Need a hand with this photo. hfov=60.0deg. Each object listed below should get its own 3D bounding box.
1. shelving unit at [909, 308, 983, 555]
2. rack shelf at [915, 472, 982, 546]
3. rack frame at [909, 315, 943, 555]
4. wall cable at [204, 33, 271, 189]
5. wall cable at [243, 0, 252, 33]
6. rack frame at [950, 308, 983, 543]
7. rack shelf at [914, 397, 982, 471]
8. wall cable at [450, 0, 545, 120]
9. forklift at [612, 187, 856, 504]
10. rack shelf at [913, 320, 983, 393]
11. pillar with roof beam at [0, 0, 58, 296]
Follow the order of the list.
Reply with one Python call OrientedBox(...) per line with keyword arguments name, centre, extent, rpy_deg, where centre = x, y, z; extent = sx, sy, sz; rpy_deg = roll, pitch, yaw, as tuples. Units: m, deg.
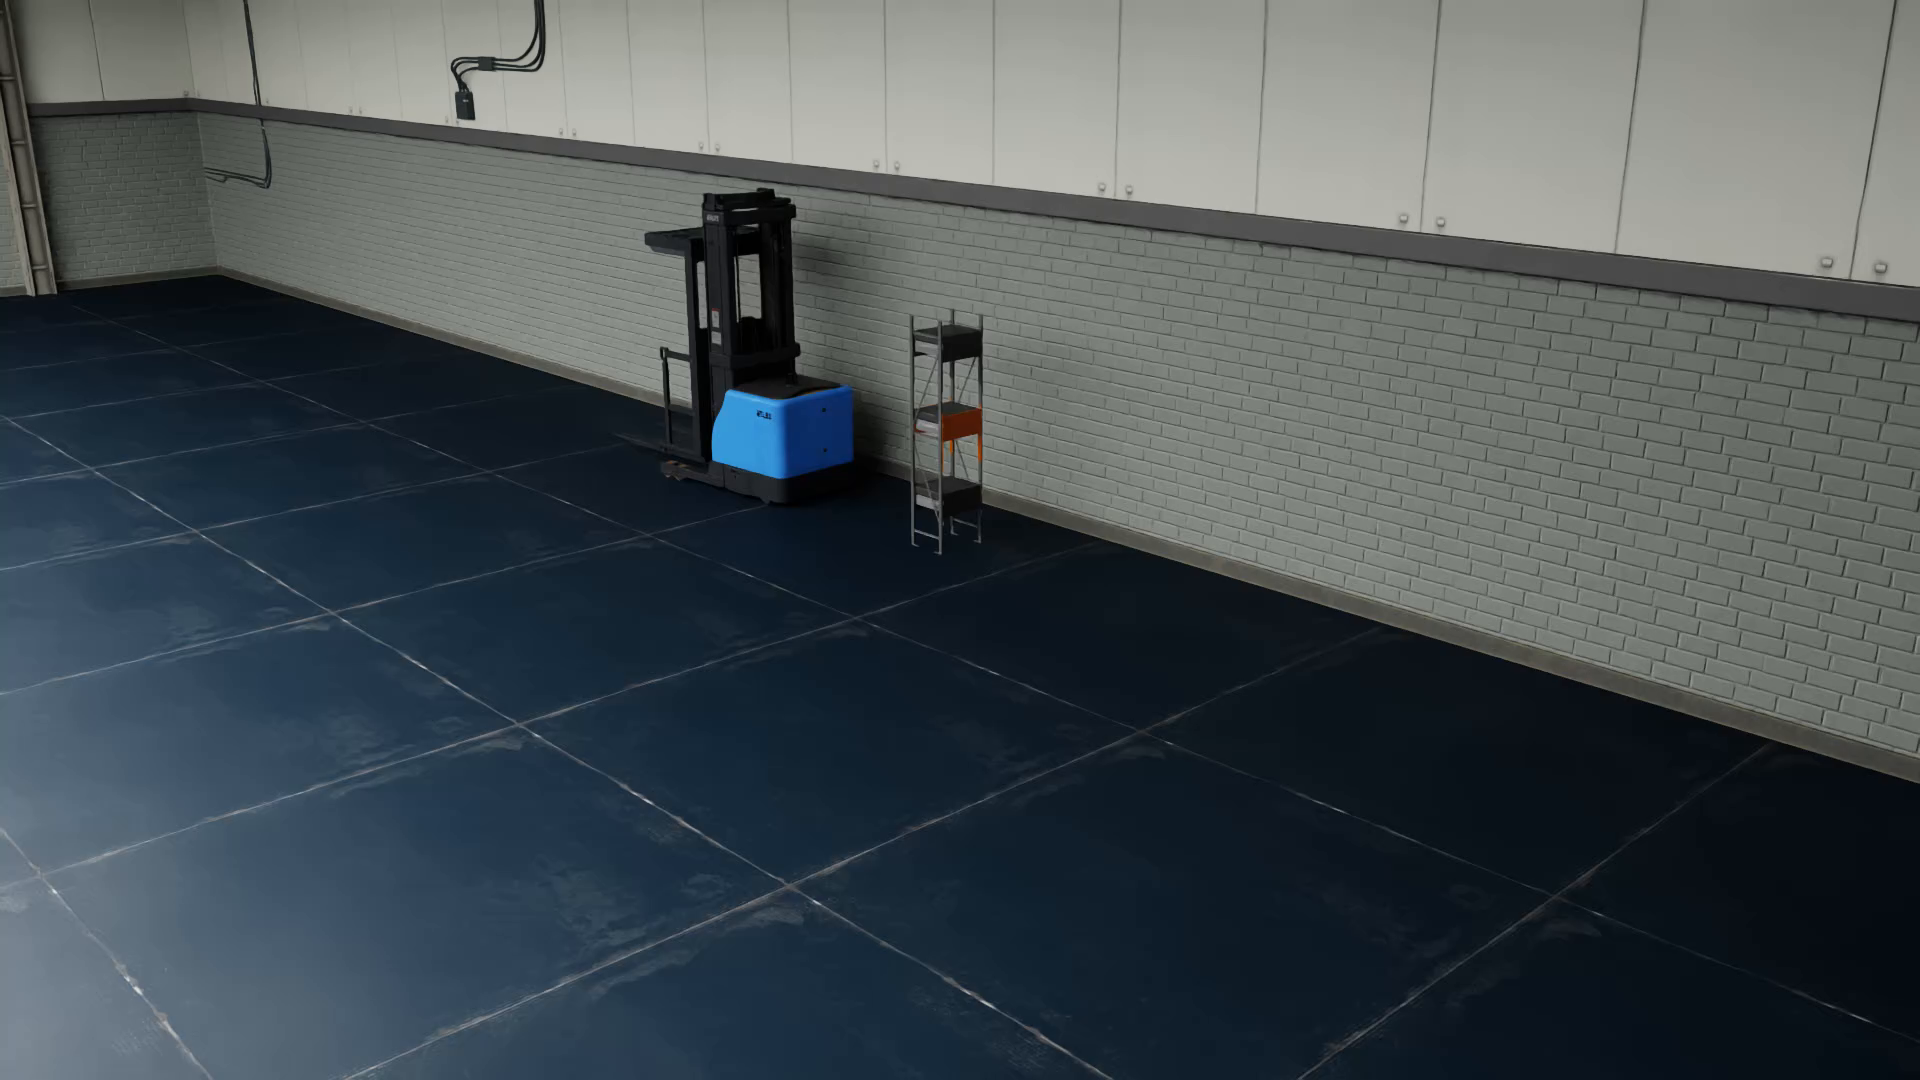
OrientedBox(name="shelving unit", centre=(-0.120, -0.964, 14.818), extent=(0.503, 2.100, 0.431), rpy_deg=(-16, 24, -41))
OrientedBox(name="rack shelf", centre=(-0.120, -0.285, 15.038), extent=(0.480, 0.518, 0.431), rpy_deg=(-16, 24, -41))
OrientedBox(name="rack frame", centre=(-0.298, -0.912, 14.659), extent=(0.015, 2.100, 0.400), rpy_deg=(-16, 24, -41))
OrientedBox(name="wall cable", centre=(-12.436, -7.285, 28.162), extent=(0.112, 2.526, 3.097), rpy_deg=(-16, 24, -41))
OrientedBox(name="wall cable", centre=(-10.577, -9.081, 25.513), extent=(0.112, 2.526, 3.097), rpy_deg=(-16, 24, -41))
OrientedBox(name="rack frame", centre=(0.057, -1.015, 14.977), extent=(0.015, 2.100, 0.400), rpy_deg=(-16, 24, -41))
OrientedBox(name="rack shelf", centre=(-0.120, -0.951, 14.822), extent=(0.480, 0.518, 0.431), rpy_deg=(-16, 24, -41))
OrientedBox(name="wall cable", centre=(-5.925, -8.249, 20.586), extent=(0.169, 6.003, 2.305), rpy_deg=(-16, 24, -41))
OrientedBox(name="forklift", centre=(-2.468, -2.109, 17.004), extent=(3.031, 2.935, 1.130), rpy_deg=(16, 24, 41))
OrientedBox(name="rack shelf", centre=(-0.120, -1.617, 14.606), extent=(0.480, 0.518, 0.431), rpy_deg=(-16, 24, -41))
OrientedBox(name="pillar with roof beam", centre=(-12.528, -7.469, 23.696), extent=(0.400, 9.000, 9.100), rpy_deg=(-16, 24, -41))
